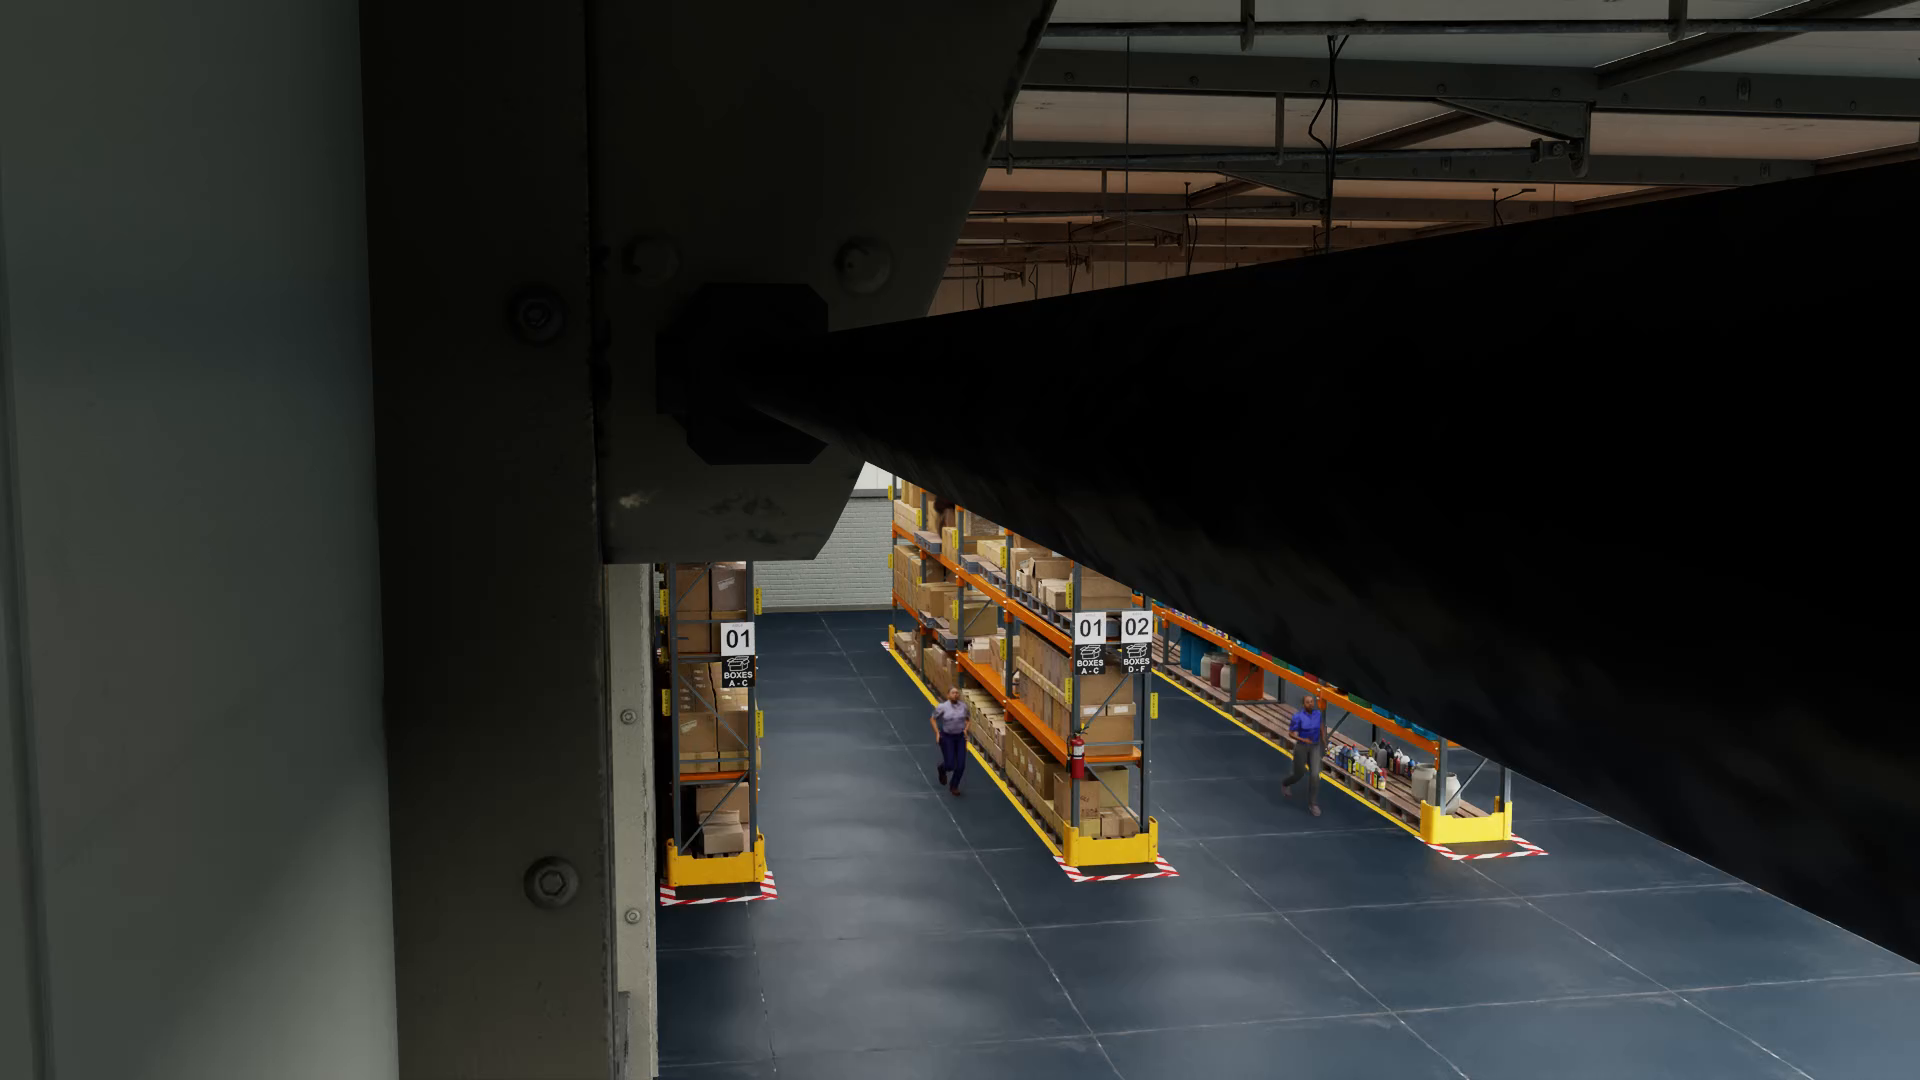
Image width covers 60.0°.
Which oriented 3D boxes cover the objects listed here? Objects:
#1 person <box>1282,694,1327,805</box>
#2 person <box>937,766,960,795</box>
[{"bbox_3d":[4.886,2.929,23.492,0.588,1.558,0.805,-1,6,-11],"label":"person"},{"bbox_3d":[-0.149,3.526,24.400,0.270,0.383,0.410,-2,6,-17],"label":"person"}]
